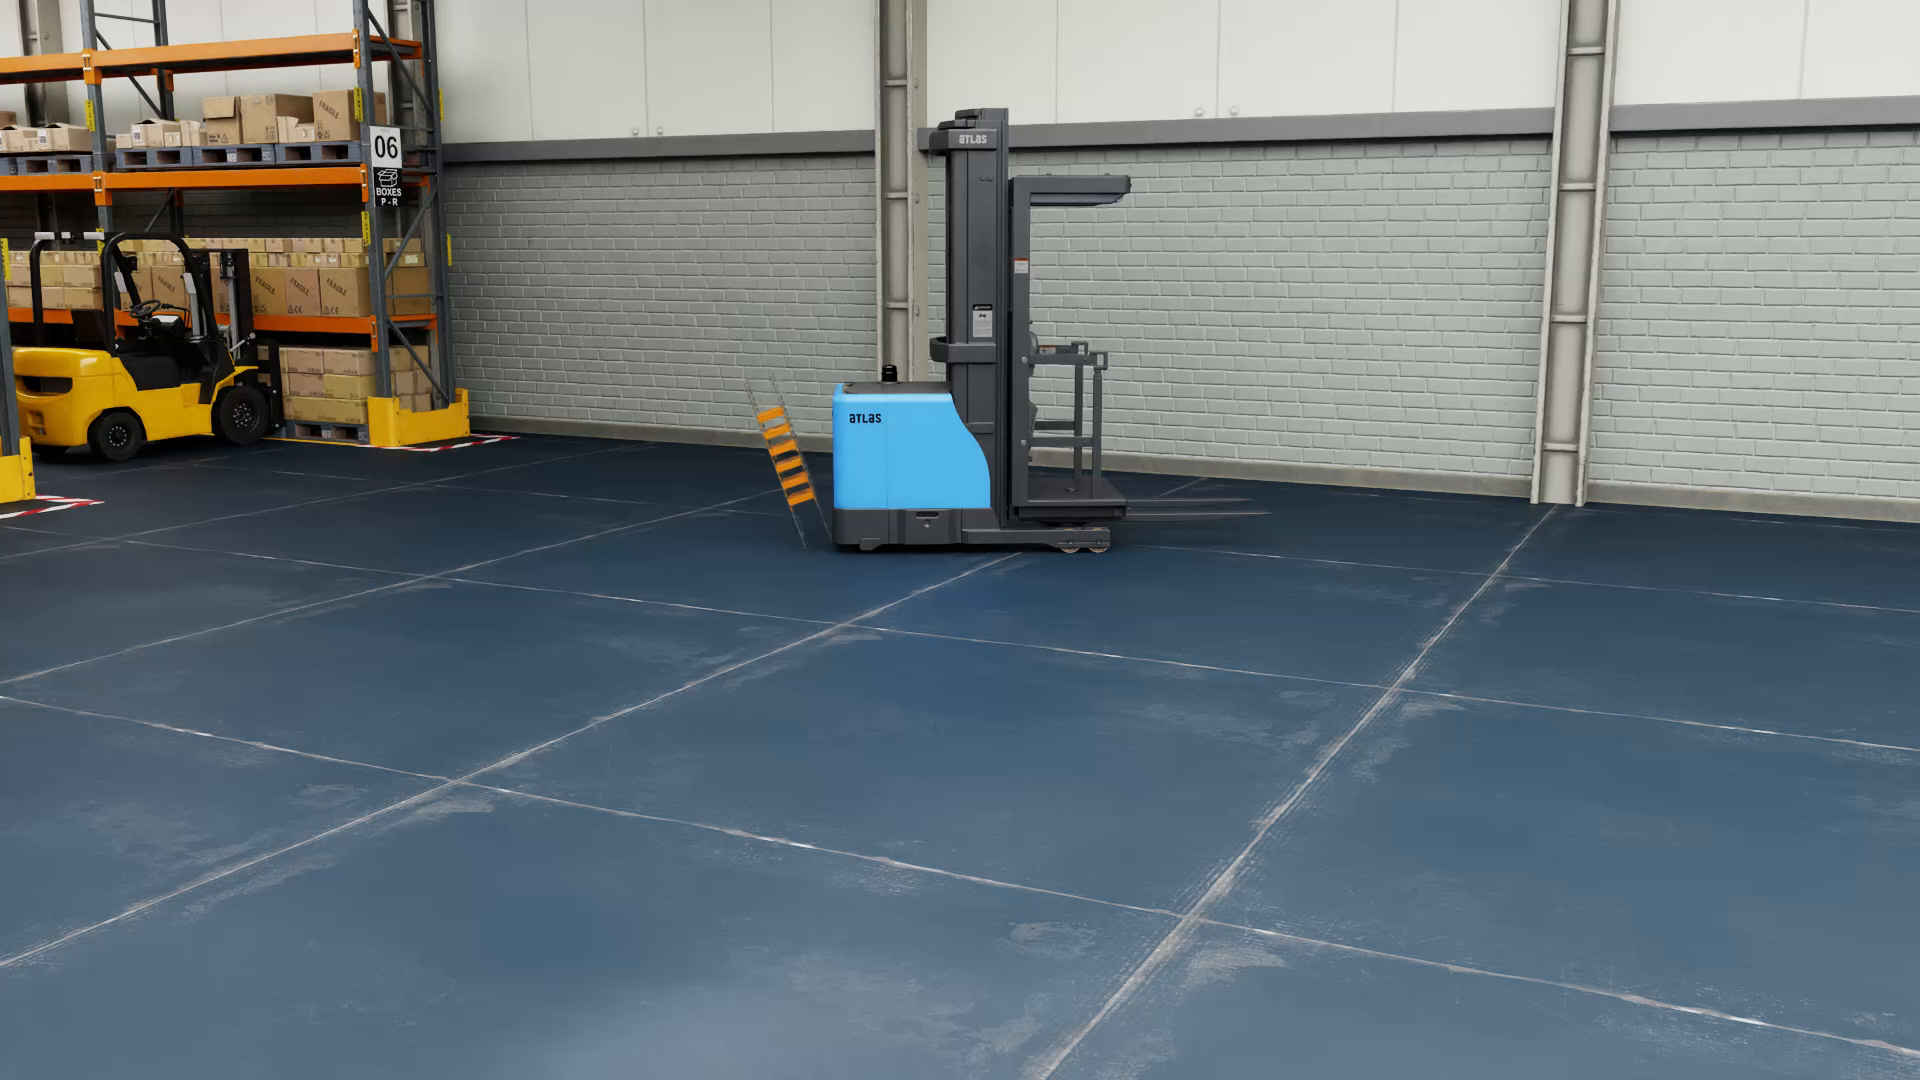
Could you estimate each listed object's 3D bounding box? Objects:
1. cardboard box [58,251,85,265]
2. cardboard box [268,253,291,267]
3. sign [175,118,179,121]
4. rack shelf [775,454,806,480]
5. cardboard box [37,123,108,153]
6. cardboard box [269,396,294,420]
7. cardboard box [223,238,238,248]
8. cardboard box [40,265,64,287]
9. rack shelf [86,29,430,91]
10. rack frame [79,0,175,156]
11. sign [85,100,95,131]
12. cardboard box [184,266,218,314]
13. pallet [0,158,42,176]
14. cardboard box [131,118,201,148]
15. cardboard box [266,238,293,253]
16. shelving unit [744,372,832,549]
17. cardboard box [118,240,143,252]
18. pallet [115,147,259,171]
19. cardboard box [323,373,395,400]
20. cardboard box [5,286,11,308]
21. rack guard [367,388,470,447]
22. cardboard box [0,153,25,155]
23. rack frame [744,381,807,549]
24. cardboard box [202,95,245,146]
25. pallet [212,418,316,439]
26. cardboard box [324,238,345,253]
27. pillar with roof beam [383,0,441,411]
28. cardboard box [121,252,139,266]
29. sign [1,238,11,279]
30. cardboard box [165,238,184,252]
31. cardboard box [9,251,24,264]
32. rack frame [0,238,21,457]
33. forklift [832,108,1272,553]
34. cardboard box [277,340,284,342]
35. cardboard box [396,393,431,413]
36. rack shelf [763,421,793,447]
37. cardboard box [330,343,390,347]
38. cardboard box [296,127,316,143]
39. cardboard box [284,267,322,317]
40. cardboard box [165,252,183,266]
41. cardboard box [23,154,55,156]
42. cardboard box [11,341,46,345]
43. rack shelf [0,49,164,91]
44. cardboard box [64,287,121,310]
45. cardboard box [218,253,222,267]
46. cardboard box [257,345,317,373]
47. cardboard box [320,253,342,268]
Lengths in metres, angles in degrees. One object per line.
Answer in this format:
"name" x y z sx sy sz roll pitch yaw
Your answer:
"cardboard box" -10.131 -3.250 19.161 0.250 0.149 0.380 5 11 26
"cardboard box" -7.064 -2.961 17.566 0.250 0.149 0.380 5 11 24
"sign" -9.046 -4.703 19.196 0.005 0.325 0.100 5 11 26
"rack shelf" -1.156 -0.504 11.383 0.180 0.103 0.258 -19 11 1
"cardboard box" -10.047 -4.551 18.820 0.500 0.311 0.500 5 11 24
"cardboard box" -7.151 -1.451 17.868 0.500 0.250 0.500 5 11 26
"cardboard box" -7.714 -3.181 17.948 0.250 0.149 0.380 5 11 26
"cardboard box" -10.309 -3.054 19.200 0.500 0.250 0.500 5 11 24
"rack shelf" -7.497 -5.088 17.720 4.000 0.370 1.077 5 11 26
"rack frame" -9.291 -5.797 18.492 0.127 3.000 1.000 5 11 26
"sign" -9.522 -4.643 18.202 0.005 0.325 0.100 5 11 26
"cardboard box" -8.079 -2.739 18.162 0.500 0.500 0.500 5 11 25
"pallet" -11.225 -4.416 19.816 1.213 0.211 1.003 6 12 28
"cardboard box" -8.652 -4.428 18.143 0.500 0.311 0.500 5 12 27
"cardboard box" -7.073 -3.104 17.521 0.250 0.149 0.380 5 12 27
"shelving unit" -1.171 -0.545 11.375 0.189 1.200 0.258 -19 11 1
"cardboard box" -9.136 -3.287 18.532 0.250 0.149 0.380 5 12 27
"pallet" -8.514 -4.214 18.418 1.213 0.211 1.003 5 11 26
"cardboard box" -6.278 -1.618 17.383 0.500 0.250 0.500 5 11 25
"cardboard box" -11.210 -2.891 19.703 0.500 0.250 0.500 5 12 28
"rack guard" -5.682 -1.298 17.496 0.348 0.500 1.175 5 11 26
"cardboard box" -11.103 -4.552 19.281 0.250 0.149 0.380 5 11 25
"rack frame" -1.257 -0.515 11.376 0.006 1.200 0.240 -19 11 1
"cardboard box" -7.590 -4.457 17.762 0.637 0.503 0.797 5 12 28
"pallet" -7.498 -1.307 18.361 1.213 0.211 1.003 5 11 26
"cardboard box" -6.353 -3.053 17.241 0.250 0.149 0.380 5 11 26
"pillar with roof beam" -7.834 -4.993 14.050 0.400 9.000 9.100 5 11 26
"cardboard box" -9.121 -3.146 18.588 0.250 0.149 0.380 5 11 25
"sign" -7.656 -2.249 13.304 0.005 0.325 0.100 5 11 26
"cardboard box" -8.443 -3.225 18.192 0.250 0.149 0.380 5 12 27
"cardboard box" -10.854 -3.301 19.442 0.250 0.149 0.380 5 11 26
"rack frame" -7.896 -1.737 12.902 0.127 3.000 1.000 5 11 26
"forklift" 0.627 -1.448 11.504 3.031 2.935 1.130 -1 10 -3
"cardboard box" -7.855 -2.103 18.661 0.500 0.250 0.500 5 11 26
"cardboard box" -6.057 -1.453 17.878 0.500 0.250 0.500 5 11 26
"rack shelf" -1.235 -0.726 11.339 0.180 0.103 0.258 -19 11 1
"cardboard box" -6.500 -1.982 17.993 0.500 0.250 0.500 5 11 26
"cardboard box" -6.581 -4.155 17.086 0.250 0.149 0.380 5 11 24
"cardboard box" -6.722 -2.618 17.492 0.500 0.500 0.500 5 12 28
"cardboard box" -8.454 -3.079 18.215 0.250 0.149 0.380 5 12 27
"cardboard box" -10.935 -4.621 19.615 0.250 0.166 0.380 5 11 26
"cardboard box" -11.735 -2.097 20.380 0.625 0.625 0.875 5 12 28
"rack shelf" -11.084 -5.404 19.462 4.000 0.370 1.077 5 11 26
"cardboard box" -9.858 -2.769 19.028 0.500 0.250 0.500 5 12 27
"cardboard box" -7.743 -3.021 17.897 0.250 0.149 0.380 5 11 25
"cardboard box" -7.172 -1.939 17.756 0.500 0.250 0.500 5 11 27
"cardboard box" -6.381 -2.896 17.206 0.250 0.149 0.380 5 12 27
